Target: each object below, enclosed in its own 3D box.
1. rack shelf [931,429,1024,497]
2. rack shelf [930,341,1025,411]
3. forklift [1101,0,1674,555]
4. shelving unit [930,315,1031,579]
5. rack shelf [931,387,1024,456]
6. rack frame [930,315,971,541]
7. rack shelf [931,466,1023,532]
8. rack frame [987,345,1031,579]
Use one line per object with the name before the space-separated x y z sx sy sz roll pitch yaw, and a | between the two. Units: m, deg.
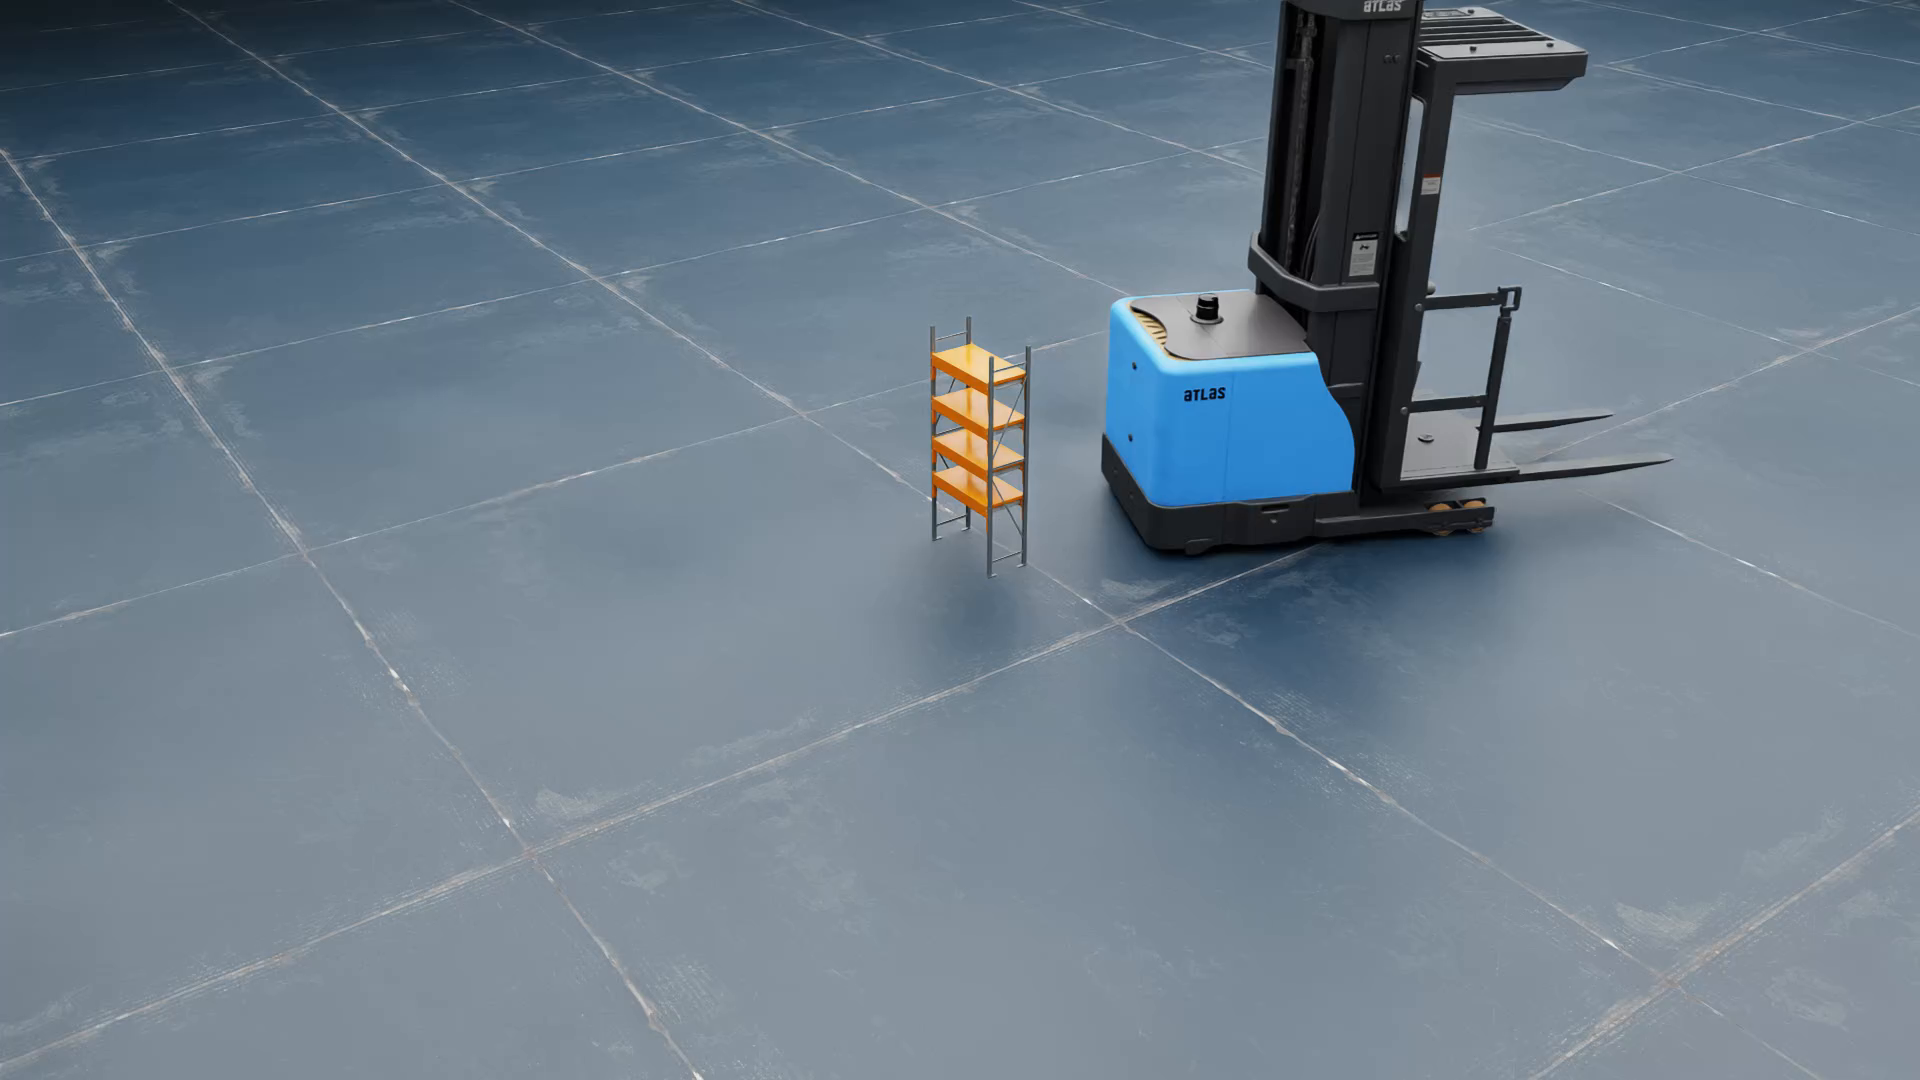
rack shelf | 0.096 -0.404 8.377 0.258 0.148 0.480 -19 34 -31
rack shelf | 0.096 -0.808 8.158 0.258 0.148 0.480 -19 34 -31
forklift | 2.359 -1.551 8.535 3.031 2.935 1.130 -5 29 -10
shelving unit | 0.096 -0.463 8.345 0.258 1.200 0.503 -19 34 -31
rack shelf | 0.096 -0.600 8.271 0.258 0.148 0.480 -19 34 -31
rack frame | -0.046 -0.558 8.520 0.240 1.200 0.015 -19 34 -31
rack shelf | 0.096 -0.229 8.472 0.258 0.148 0.480 -19 34 -31
rack frame | 0.238 -0.368 8.170 0.240 1.200 0.015 -19 34 -31
